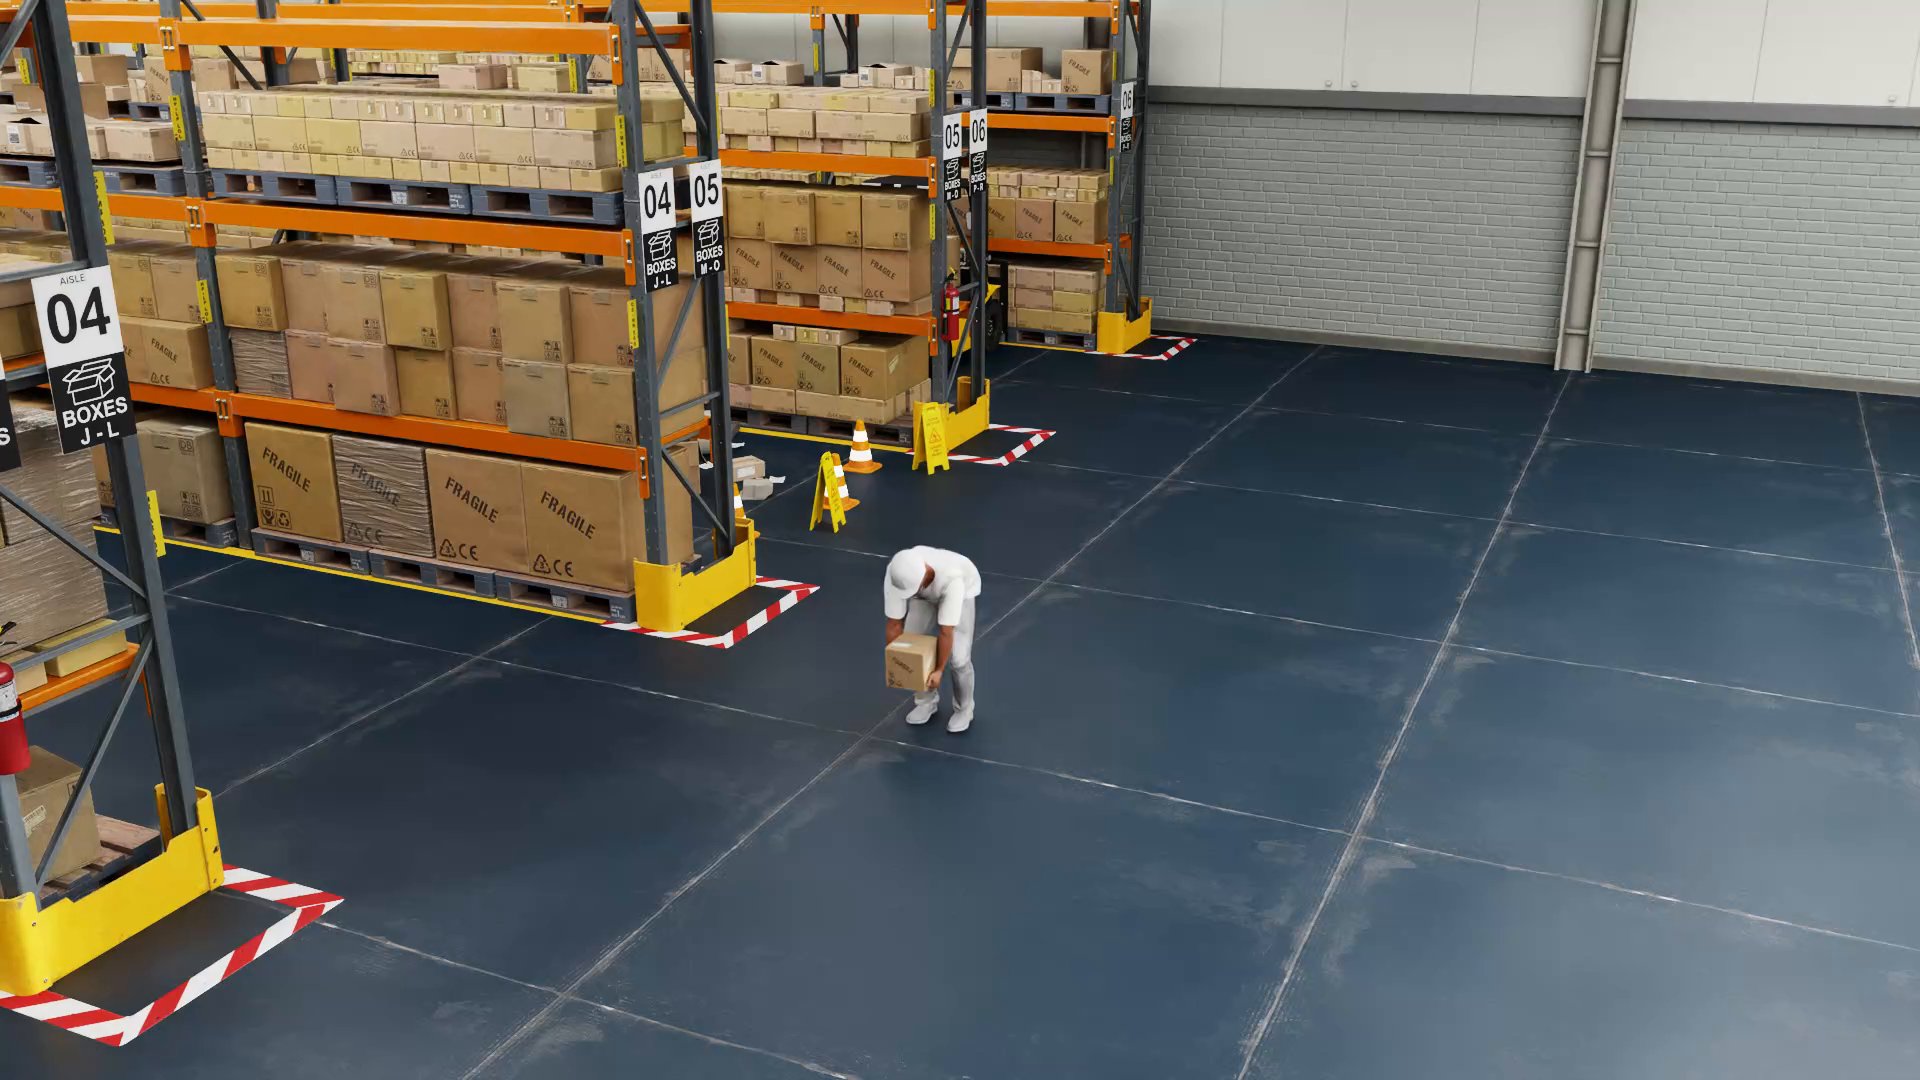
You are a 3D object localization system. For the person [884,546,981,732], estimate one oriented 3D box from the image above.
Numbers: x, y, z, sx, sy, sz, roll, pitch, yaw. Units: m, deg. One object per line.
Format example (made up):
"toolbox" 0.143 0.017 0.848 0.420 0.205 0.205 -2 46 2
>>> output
"person" -0.178 0.575 10.046 0.494 1.311 0.923 8 20 21
